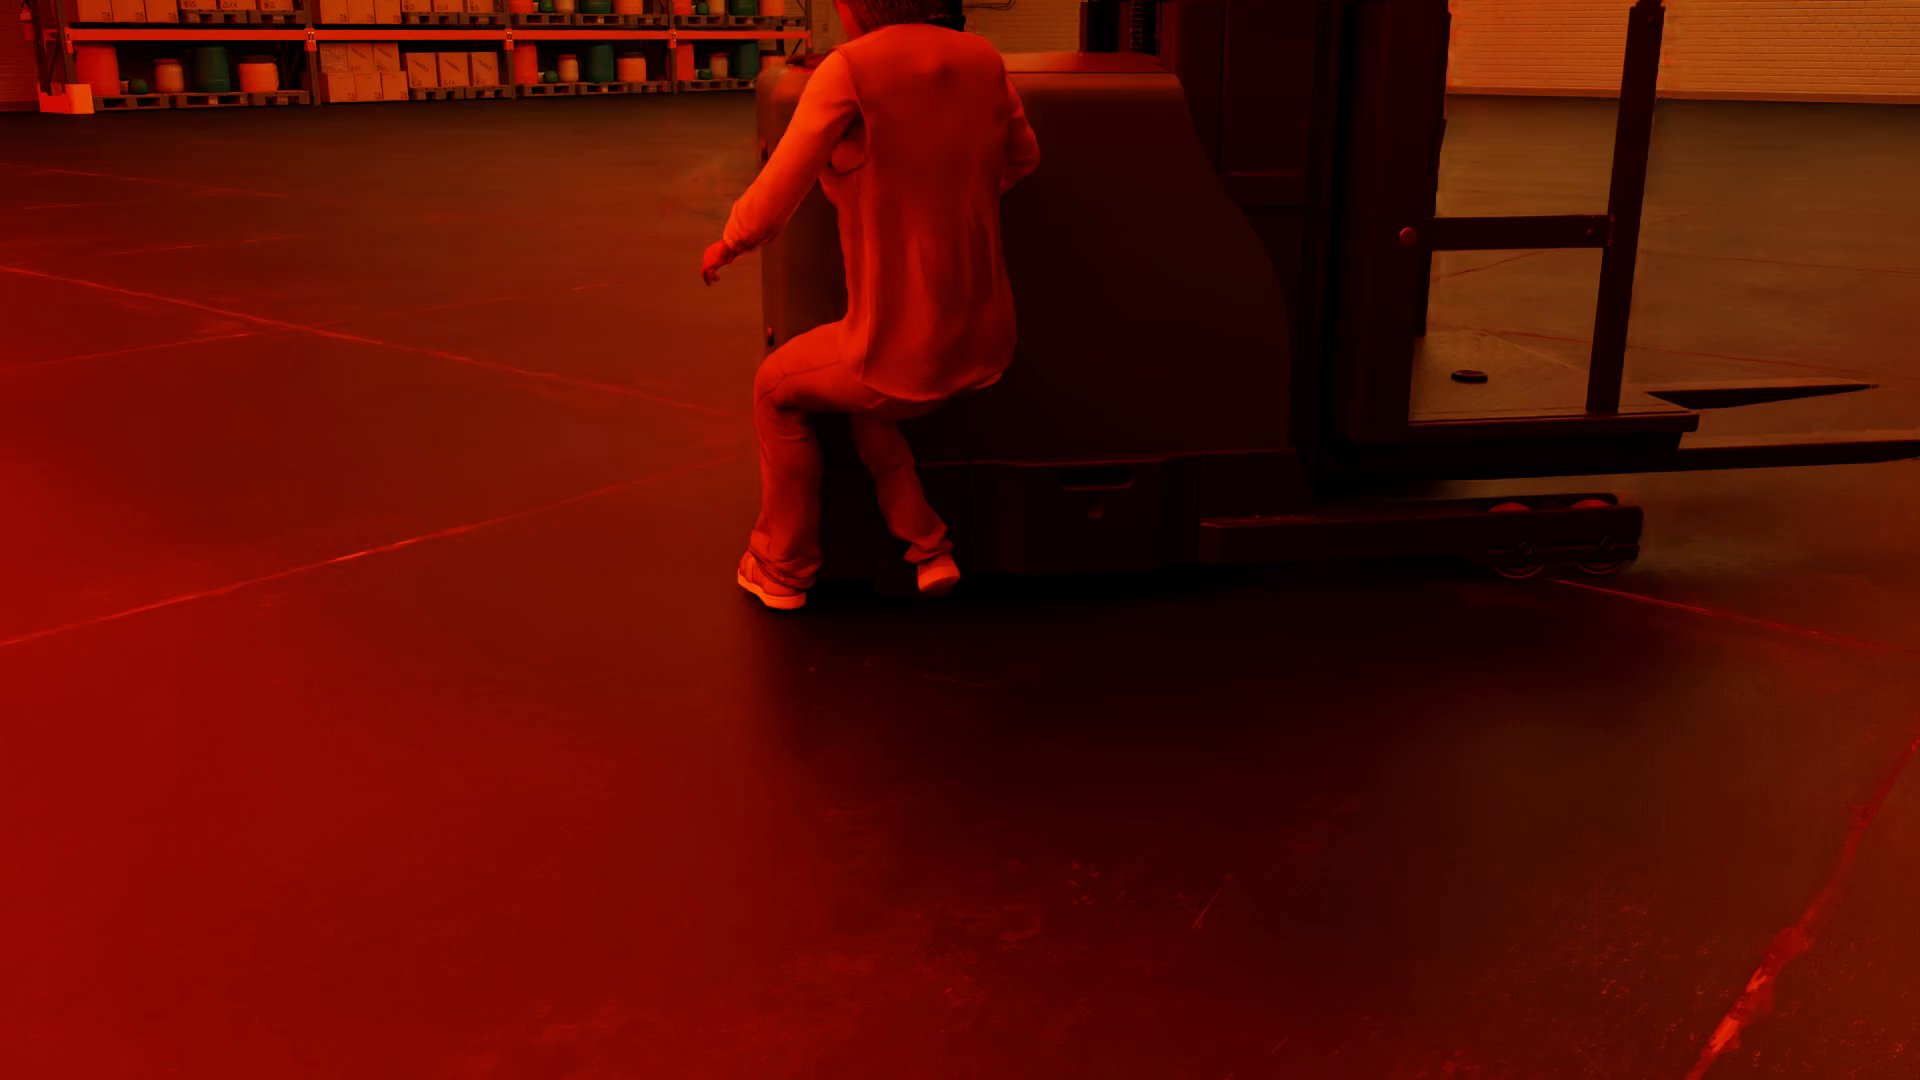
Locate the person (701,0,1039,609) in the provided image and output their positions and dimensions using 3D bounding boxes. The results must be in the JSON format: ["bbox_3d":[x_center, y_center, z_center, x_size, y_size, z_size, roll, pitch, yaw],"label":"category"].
[{"bbox_3d":[-0.240,-0.457,3.165,0.760,1.394,0.679,15,22,40],"label":"person"}]

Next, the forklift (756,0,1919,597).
[{"bbox_3d":[1.057,-1.466,3.724,3.031,2.935,1.130,-3,17,-9],"label":"forklift"}]
